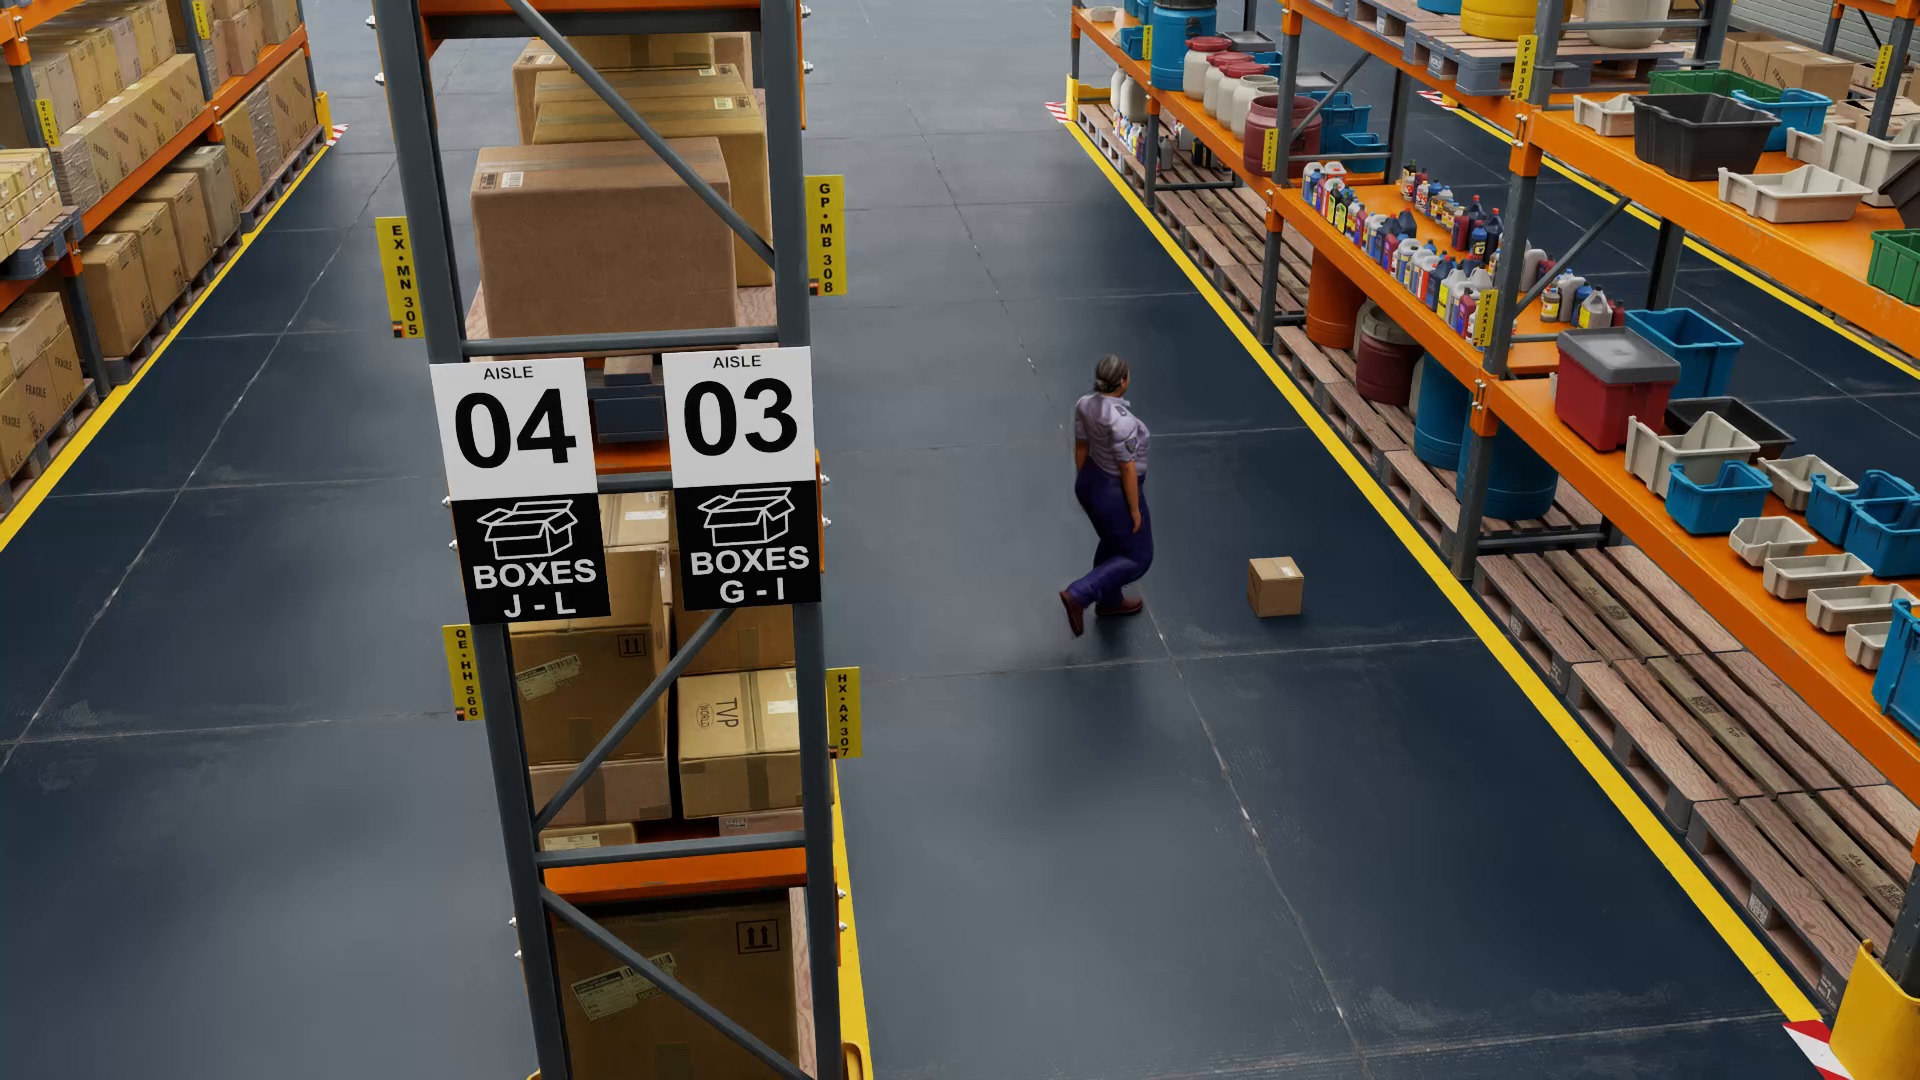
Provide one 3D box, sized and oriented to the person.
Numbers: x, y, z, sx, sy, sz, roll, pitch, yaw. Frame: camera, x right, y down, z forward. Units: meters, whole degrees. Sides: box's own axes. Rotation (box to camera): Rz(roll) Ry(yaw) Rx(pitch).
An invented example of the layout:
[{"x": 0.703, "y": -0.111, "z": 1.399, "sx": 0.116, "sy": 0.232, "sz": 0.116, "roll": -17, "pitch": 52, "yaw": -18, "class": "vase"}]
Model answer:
[{"x": 0.801, "y": -0.241, "z": 9.076, "sx": 0.649, "sy": 1.636, "sz": 0.480, "roll": -12, "pitch": 30, "yaw": -23, "class": "person"}]
